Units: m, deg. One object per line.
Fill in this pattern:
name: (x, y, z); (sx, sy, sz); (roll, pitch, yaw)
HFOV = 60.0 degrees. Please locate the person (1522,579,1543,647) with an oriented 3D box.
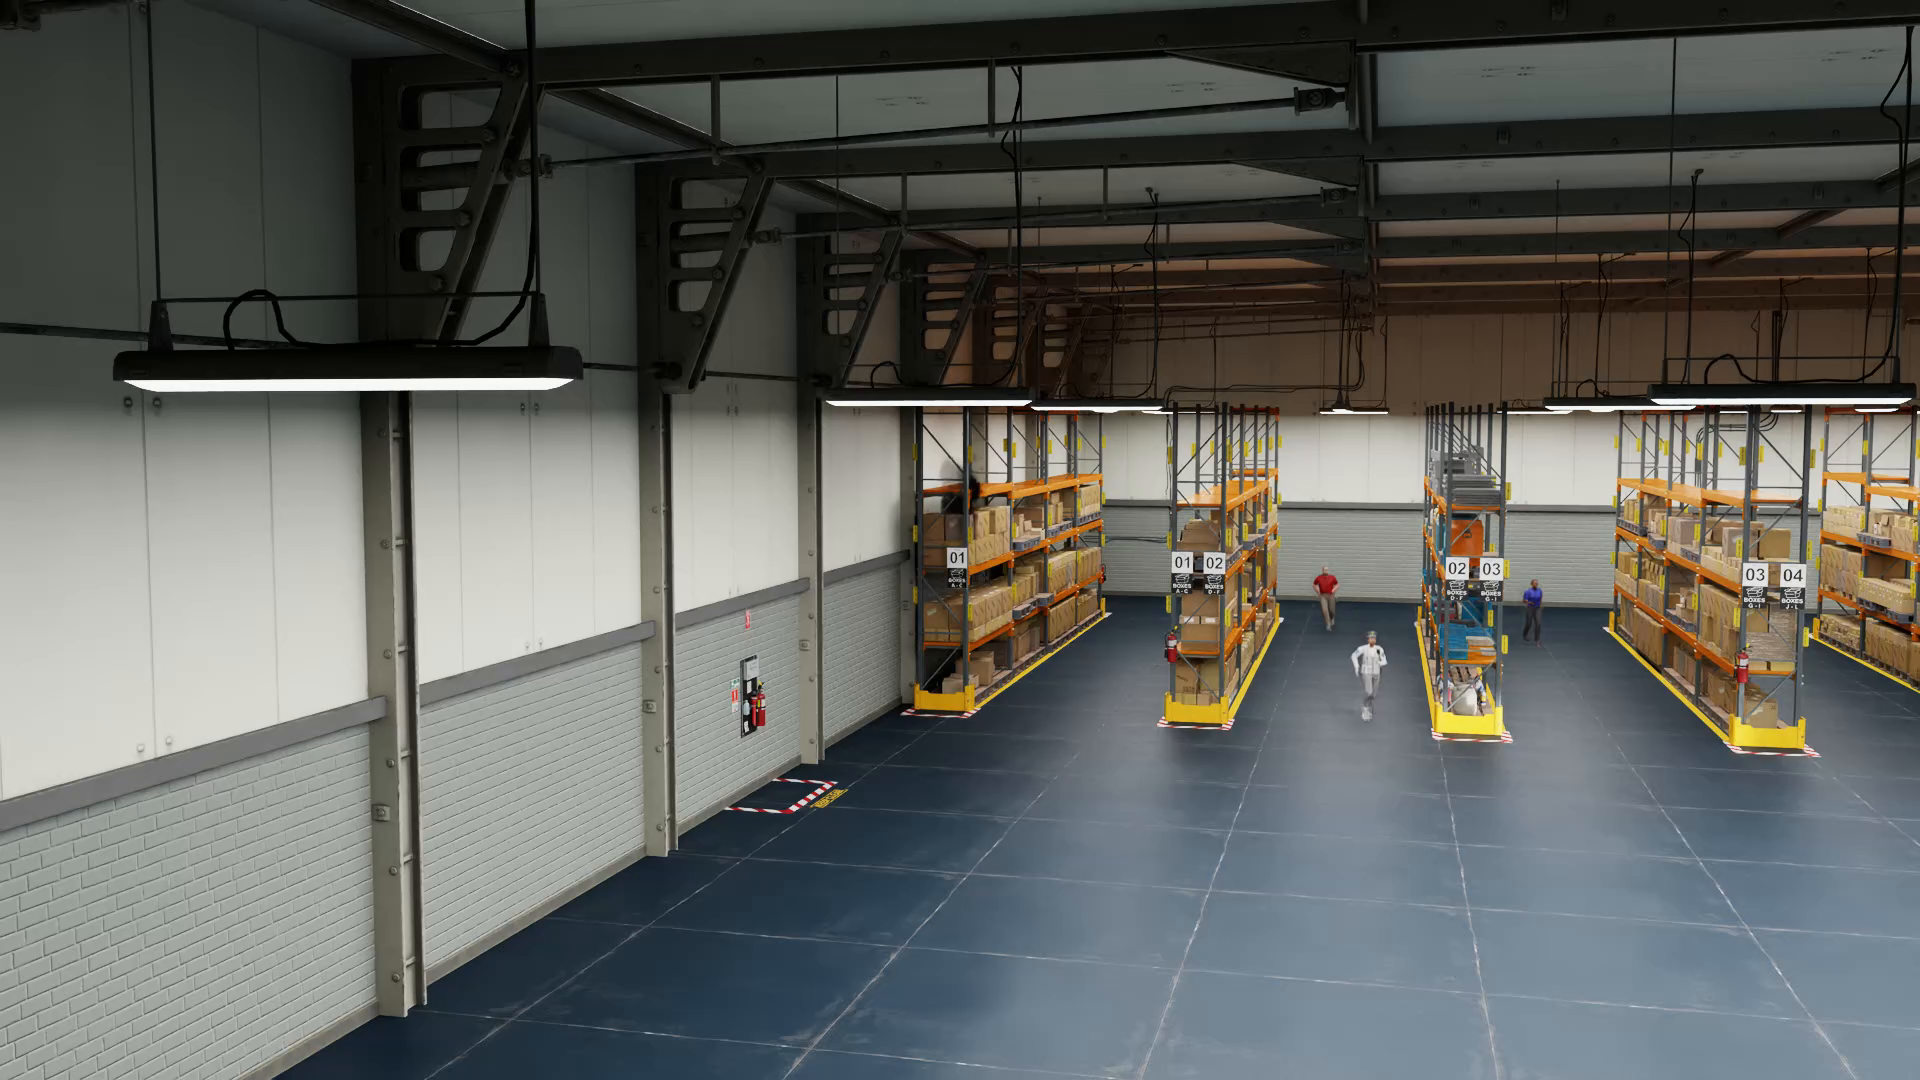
person: (14.436, 1.808, 41.925); (0.552, 1.669, 0.895); (0, 4, 2)

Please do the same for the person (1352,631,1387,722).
person: (7.751, 2.564, 31.382); (0.578, 1.707, 0.681); (0, 4, -5)

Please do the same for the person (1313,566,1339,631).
person: (9.894, 1.567, 44.955); (0.673, 1.725, 0.806); (1, 4, 9)
